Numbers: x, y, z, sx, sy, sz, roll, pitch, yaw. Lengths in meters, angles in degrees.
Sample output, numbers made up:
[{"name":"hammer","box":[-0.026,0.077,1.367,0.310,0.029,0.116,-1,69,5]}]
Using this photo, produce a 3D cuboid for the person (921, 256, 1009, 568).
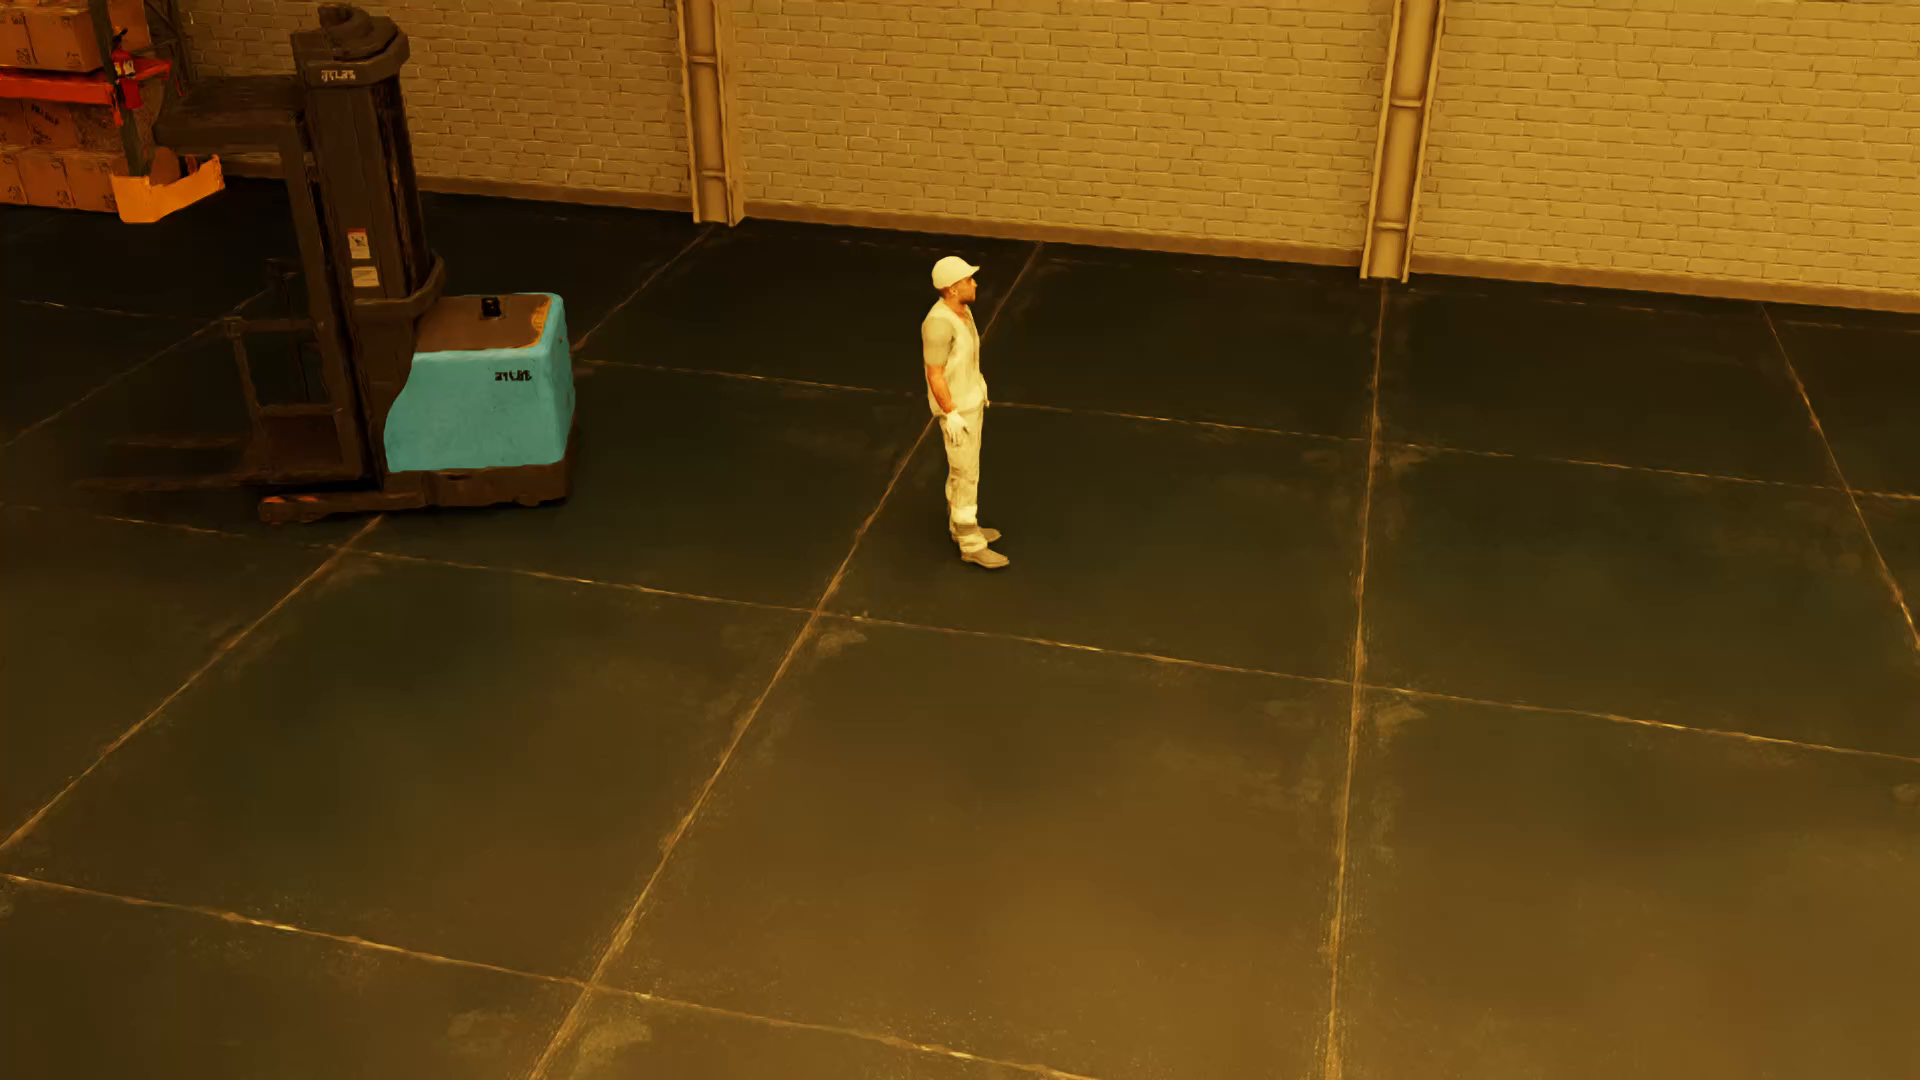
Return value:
[{"name":"person","box":[0.075,-0.769,9.673,0.563,1.787,0.637,7,30,12]}]

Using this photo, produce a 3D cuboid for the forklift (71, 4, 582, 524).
[{"name":"forklift","box":[-4.024,-1.650,10.082,3.031,2.935,1.130,-3,30,-5]}]
